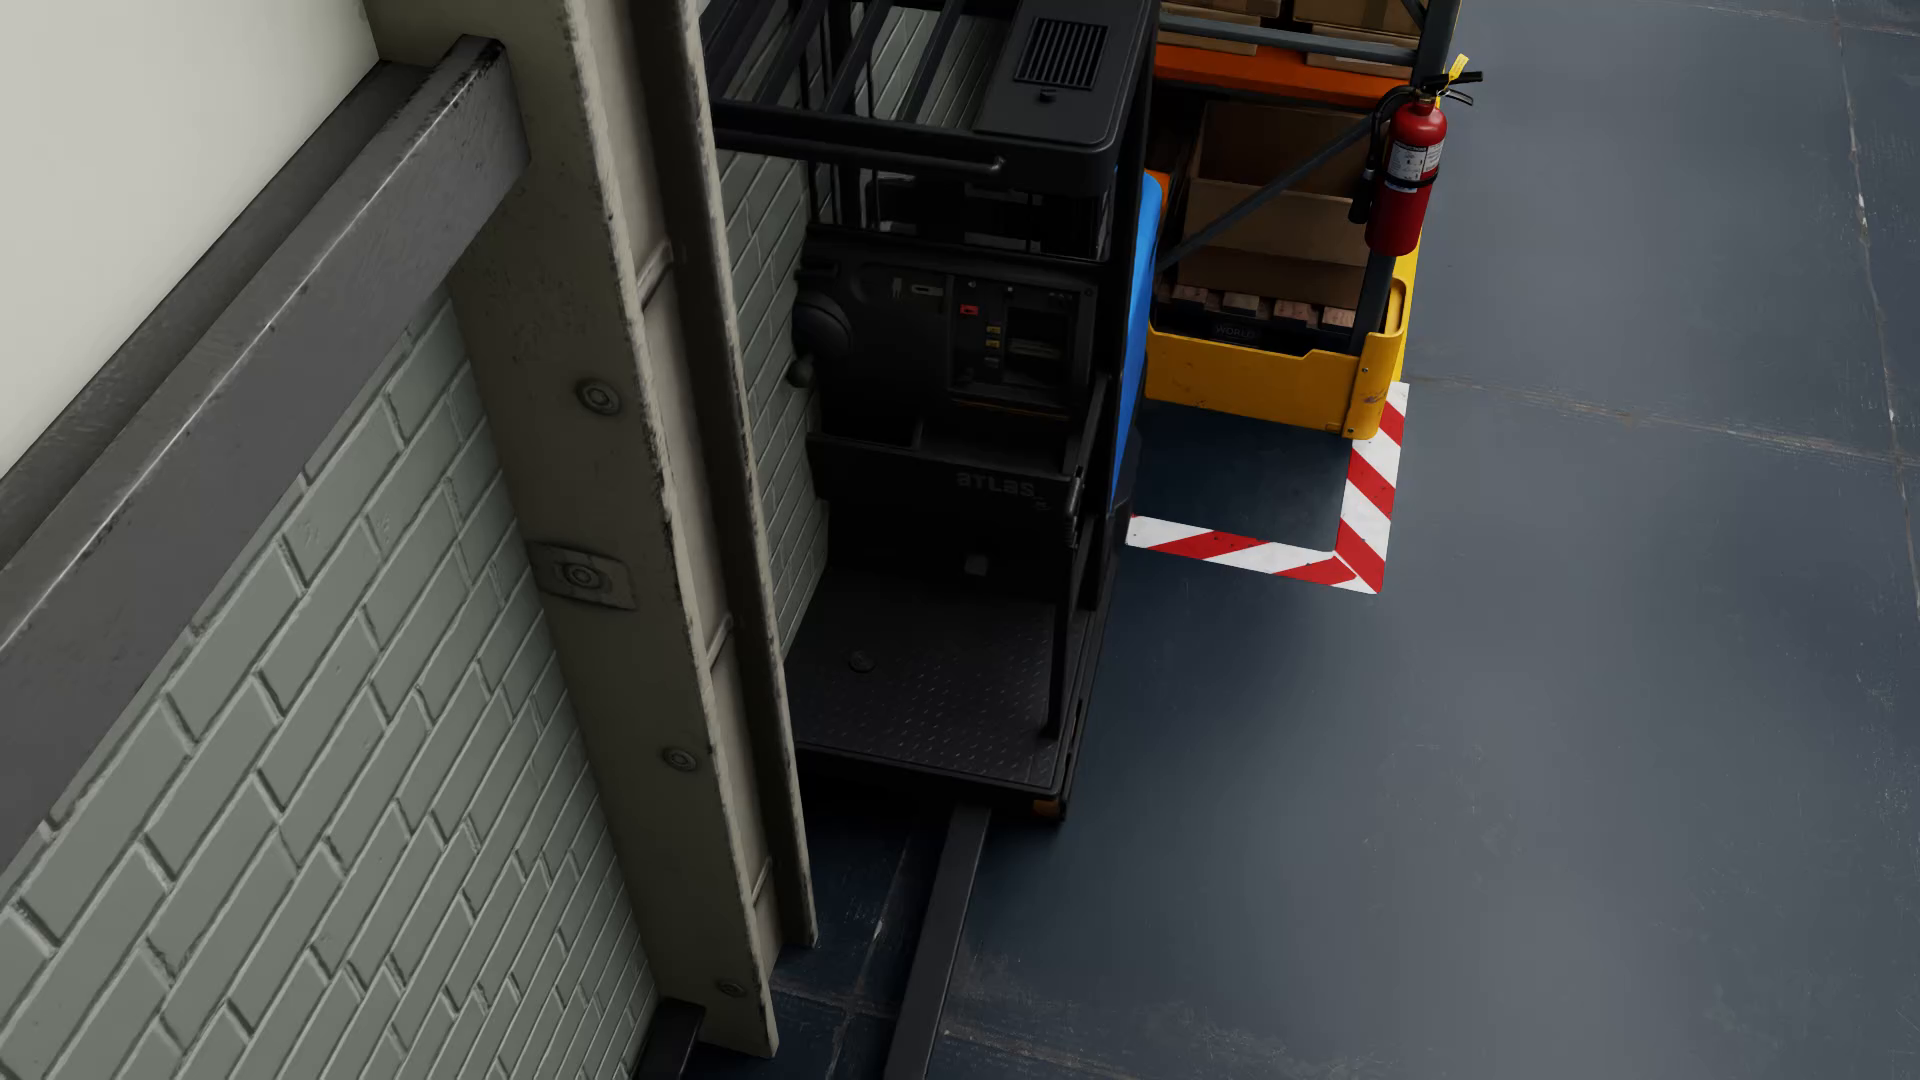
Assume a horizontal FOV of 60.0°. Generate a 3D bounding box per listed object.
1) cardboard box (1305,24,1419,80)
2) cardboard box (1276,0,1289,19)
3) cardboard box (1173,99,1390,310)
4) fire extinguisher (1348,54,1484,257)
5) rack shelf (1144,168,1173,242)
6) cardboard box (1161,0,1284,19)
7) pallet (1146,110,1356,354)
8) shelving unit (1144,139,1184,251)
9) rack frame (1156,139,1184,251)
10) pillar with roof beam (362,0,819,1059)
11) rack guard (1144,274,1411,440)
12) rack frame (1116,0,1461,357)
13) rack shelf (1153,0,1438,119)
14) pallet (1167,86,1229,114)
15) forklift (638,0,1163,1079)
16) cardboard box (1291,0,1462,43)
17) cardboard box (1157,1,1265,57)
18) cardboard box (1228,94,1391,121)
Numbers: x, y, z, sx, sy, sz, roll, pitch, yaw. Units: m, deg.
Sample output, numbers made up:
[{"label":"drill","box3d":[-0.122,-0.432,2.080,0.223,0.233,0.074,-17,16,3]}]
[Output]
[{"label":"cardboard box","box3d":[1.327,-1.631,5.356,0.380,0.149,0.250,11,50,10]},{"label":"cardboard box","box3d":[0.930,-1.911,5.604,0.380,0.149,0.250,13,50,11]},{"label":"cardboard box","box3d":[1.228,-1.267,6.252,0.797,0.503,0.637,10,49,9]},{"label":"fire extinguisher","box3d":[1.383,-1.184,5.094,0.296,0.674,0.183,12,50,10]},{"label":"rack shelf","box3d":[0.562,-1.107,5.593,0.240,0.259,0.215,13,45,1]},{"label":"cardboard box","box3d":[0.841,-1.964,5.385,0.500,0.250,0.500,13,50,11]},{"label":"pallet","box3d":[1.205,-1.239,6.703,1.003,0.211,1.213,12,50,10]},{"label":"shelving unit","box3d":[0.521,-0.919,5.787,0.252,1.050,0.215,13,45,1]},{"label":"rack frame","box3d":[0.640,-0.892,5.785,0.008,1.050,0.200,13,45,1]},{"label":"pillar with roof beam","box3d":[3.550,-0.894,0.537,9.100,9.000,0.400,12,50,10]},{"label":"rack guard","box3d":[0.996,-0.758,6.086,1.175,0.500,0.348,12,50,10]},{"label":"rack frame","box3d":[0.976,-1.530,5.100,1.000,3.000,0.127,12,50,10]},{"label":"rack shelf","box3d":[1.502,-2.739,6.647,1.077,0.370,4.000,12,50,10]},{"label":"pallet","box3d":[1.528,-2.119,7.480,1.003,0.211,1.213,12,50,10]},{"label":"forklift","box3d":[-0.154,-0.455,4.197,1.130,2.935,3.031,10,49,8]},{"label":"cardboard box","box3d":[1.355,-1.854,5.287,0.500,0.250,0.500,12,50,10]},{"label":"cardboard box","box3d":[0.804,-1.740,5.453,0.380,0.149,0.250,11,50,10]},{"label":"cardboard box","box3d":[1.491,-1.877,6.793,0.700,0.500,0.500,13,50,12]}]
